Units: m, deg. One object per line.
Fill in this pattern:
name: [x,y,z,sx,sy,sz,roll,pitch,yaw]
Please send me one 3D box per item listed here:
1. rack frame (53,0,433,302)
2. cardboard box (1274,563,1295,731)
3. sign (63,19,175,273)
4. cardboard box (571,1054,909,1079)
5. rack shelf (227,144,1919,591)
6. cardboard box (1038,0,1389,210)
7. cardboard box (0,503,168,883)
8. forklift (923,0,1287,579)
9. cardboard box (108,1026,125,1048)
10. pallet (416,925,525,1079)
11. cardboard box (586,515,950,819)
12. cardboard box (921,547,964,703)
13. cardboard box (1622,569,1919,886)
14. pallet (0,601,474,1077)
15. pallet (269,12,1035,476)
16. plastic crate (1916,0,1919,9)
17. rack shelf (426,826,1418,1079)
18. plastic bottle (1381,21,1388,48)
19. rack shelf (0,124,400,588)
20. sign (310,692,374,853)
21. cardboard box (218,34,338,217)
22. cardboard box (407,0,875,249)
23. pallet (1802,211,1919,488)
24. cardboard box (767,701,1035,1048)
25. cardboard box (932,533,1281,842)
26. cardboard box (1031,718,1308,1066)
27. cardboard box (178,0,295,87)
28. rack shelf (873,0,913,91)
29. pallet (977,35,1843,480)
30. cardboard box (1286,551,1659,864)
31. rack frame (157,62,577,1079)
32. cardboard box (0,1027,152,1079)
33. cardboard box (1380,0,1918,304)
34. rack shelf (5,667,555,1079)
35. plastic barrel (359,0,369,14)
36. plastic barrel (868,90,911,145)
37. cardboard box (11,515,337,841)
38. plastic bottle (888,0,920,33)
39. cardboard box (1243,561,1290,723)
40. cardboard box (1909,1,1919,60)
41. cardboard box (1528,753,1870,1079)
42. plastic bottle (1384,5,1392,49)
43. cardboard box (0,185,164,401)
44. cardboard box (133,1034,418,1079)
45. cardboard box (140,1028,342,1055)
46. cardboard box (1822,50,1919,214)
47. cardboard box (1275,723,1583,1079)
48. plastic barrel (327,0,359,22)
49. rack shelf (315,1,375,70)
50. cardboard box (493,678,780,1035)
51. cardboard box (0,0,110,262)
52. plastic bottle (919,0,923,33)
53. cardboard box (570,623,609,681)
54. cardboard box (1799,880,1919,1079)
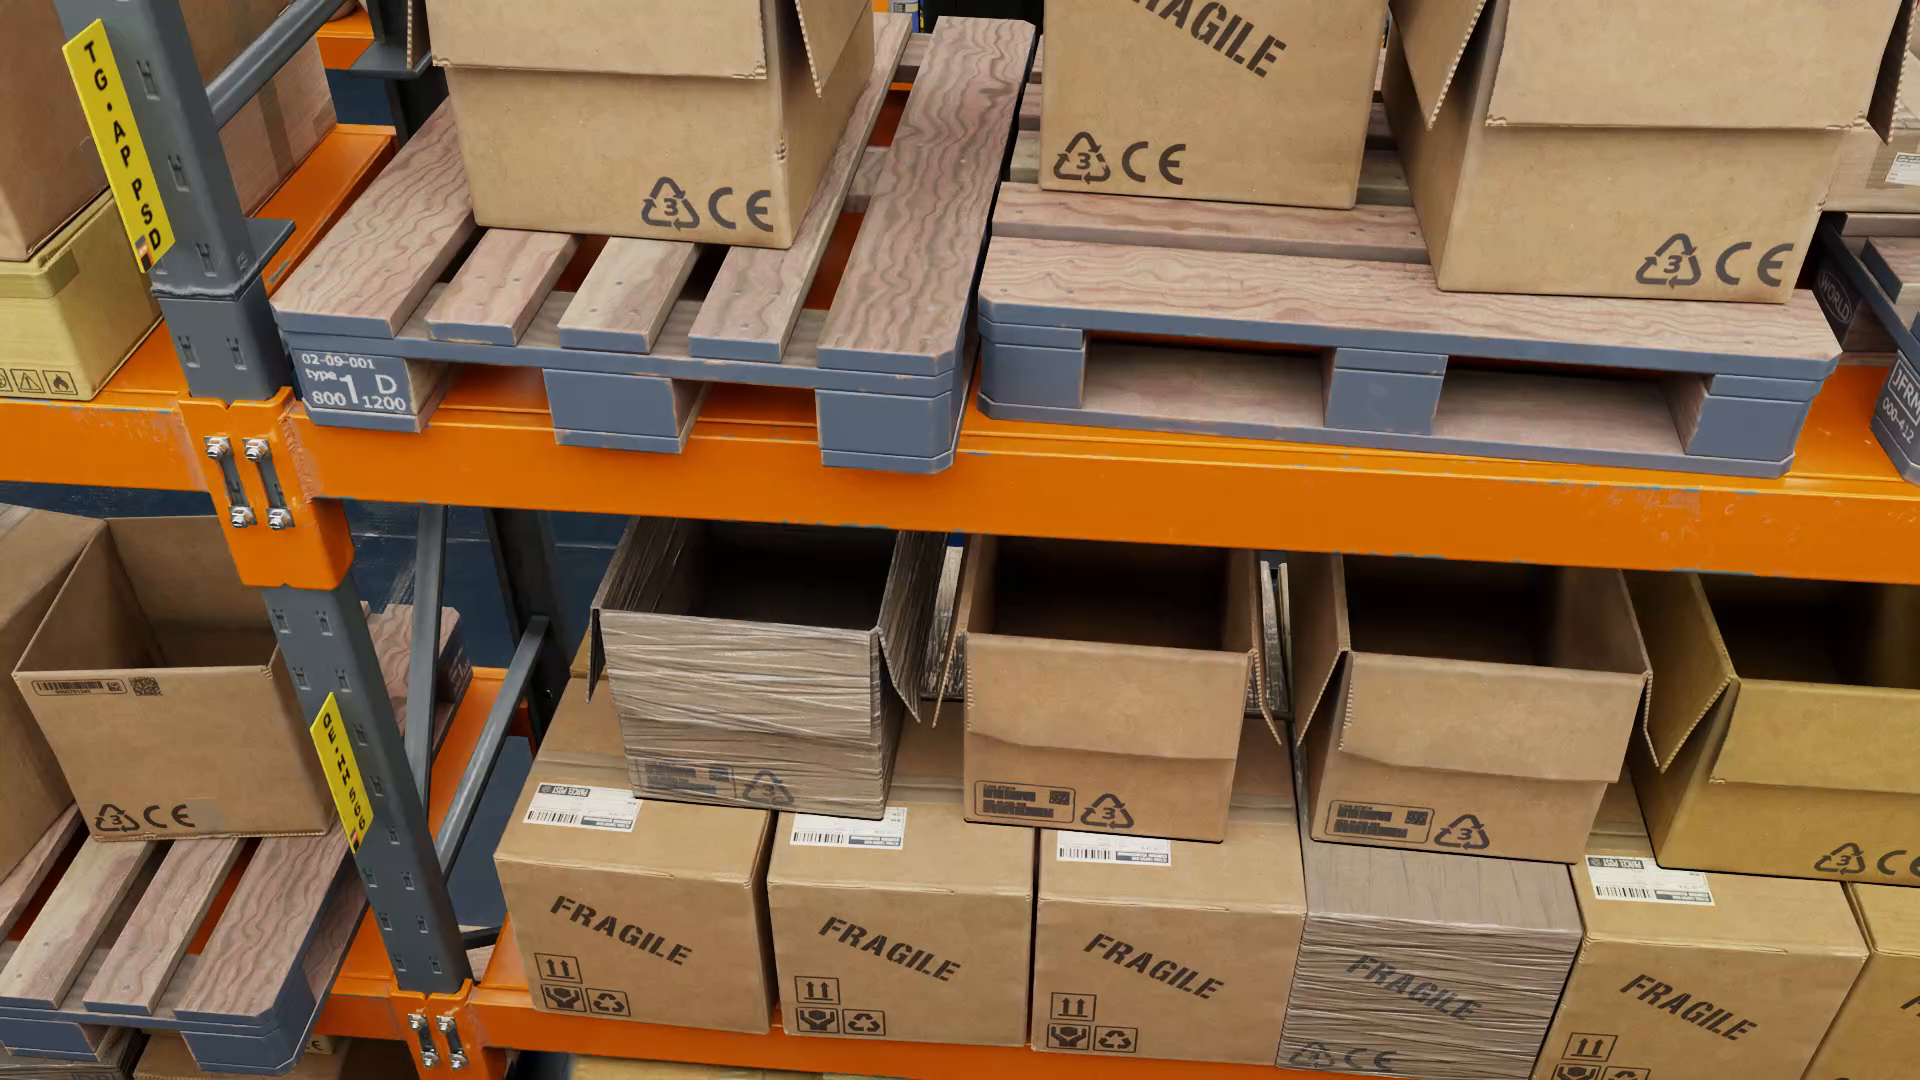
rack frame: [-1.074,-1.828,1.868,0.127,3.000,1.000,3,39,4]
cardboard box: [0.959,0.416,3.784,0.500,0.500,0.500,4,39,5]
sign: [-1.123,-0.524,2.232,0.005,0.325,0.100,3,39,4]
cardboard box: [-0.389,1.210,4.238,0.875,0.875,1.225,1,39,2]
rack shelf: [0.918,-0.277,2.908,4.000,0.370,1.077,3,39,4]
cardboard box: [0.407,-0.887,2.676,0.500,0.500,0.500,5,39,6]
cardboard box: [-2.181,0.325,3.563,0.500,0.500,0.700,9,40,10]
forklift: [0.628,-1.104,5.784,3.031,2.935,1.130,3,39,4]
cardboard box: [-2.274,0.966,4.224,0.500,0.250,0.500,7,40,9]
pallet: [-1.853,1.536,4.695,1.213,0.211,1.003,3,39,4]
cardboard box: [-0.347,0.120,3.352,0.637,0.503,0.797,4,39,5]
cardboard box: [-0.065,0.361,3.851,0.500,0.500,0.500,3,39,3]
cardboard box: [1.591,0.214,3.237,0.637,0.503,0.797,4,39,4]
pallet: [-1.794,0.601,3.788,1.003,0.211,1.213,3,39,4]
pallet: [-0.428,-0.590,2.872,1.003,0.211,1.213,5,39,6]
plastic crate: [4.206,-2.241,7.028,0.583,0.464,0.402,3,39,4]
rack shelf: [0.918,0.886,3.855,4.000,0.370,1.077,3,39,4]
plastic bottle: [1.799,-2.184,7.214,0.097,0.201,0.097,0,39,0]
rack shelf: [-3.067,-0.495,3.176,4.000,0.370,1.077,3,39,4]
sign: [-1.112,0.422,3.001,0.005,0.325,0.100,3,39,4]
cardboard box: [-1.521,-0.793,3.090,0.500,0.250,0.500,4,39,5]
cardboard box: [-0.460,-0.880,2.664,0.637,0.503,0.797,5,39,6]
pallet: [1.993,-0.392,2.631,1.217,0.209,0.805,2,39,2]
cardboard box: [-0.100,0.684,3.455,0.500,0.500,0.500,2,39,3]
cardboard box: [0.302,0.158,3.306,0.637,0.503,0.797,4,39,5]
cardboard box: [0.411,0.709,3.423,0.500,0.500,0.500,2,39,3]
cardboard box: [-1.520,-1.085,2.856,0.500,0.500,0.500,3,39,4]
rack shelf: [1.345,-2.229,7.682,4.000,0.370,1.077,3,39,4]
pallet: [0.686,-0.531,2.800,1.213,0.211,1.003,5,39,6]
cardboard box: [0.970,0.190,3.266,0.637,0.503,0.797,4,39,5]
rack frame: [-1.074,0.498,3.762,0.127,3.000,1.000,3,39,4]
cardboard box: [-2.297,1.251,4.469,0.500,0.500,0.700,0,39,0]
cardboard box: [0.963,-0.770,2.529,0.637,0.503,0.797,3,39,3]
rack shelf: [-3.067,0.668,4.123,4.000,0.370,1.077,3,39,4]
plastic barrel: [-2.536,-2.634,7.502,0.433,0.535,0.433,0,39,0]
plastic barrel: [-0.158,-1.922,8.122,0.708,0.830,0.600,3,39,4]
cardboard box: [-1.616,0.292,3.603,0.500,0.500,0.500,-1,39,-2]
plastic bottle: [-0.244,-2.342,7.349,0.135,0.276,0.152,3,39,4]
cardboard box: [0.452,0.388,3.818,0.500,0.500,0.500,2,39,2]
cardboard box: [1.825,-0.692,2.586,0.500,0.311,0.500,2,39,2]
cardboard box: [1.408,0.768,3.351,0.500,0.500,0.500,3,39,3]
plastic bottle: [1.917,-2.224,7.204,0.135,0.276,0.152,3,39,4]
cardboard box: [-1.569,-0.479,2.704,0.500,0.250,0.500,3,39,4]
cardboard box: [-1.744,1.273,4.441,0.500,0.500,0.700,1,39,1]
cardboard box: [-1.745,0.989,4.197,0.500,0.250,0.500,5,39,6]
cardboard box: [1.440,-0.688,2.709,0.250,0.149,0.380,2,39,2]
cardboard box: [0.909,0.738,3.388,0.500,0.500,0.500,3,39,4]
plastic barrel: [-2.967,-2.657,7.531,0.433,0.535,0.433,0,39,0]
rack shelf: [-2.640,-2.447,7.950,4.000,0.370,1.077,3,39,4]
cardboard box: [-0.614,0.657,3.487,0.500,0.500,0.500,4,39,5]
cardboard box: [-1.571,-0.766,2.464,0.500,0.500,0.500,4,39,5]
plastic bottle: [-0.131,-2.316,7.322,0.097,0.271,0.097,0,39,0]
cardboard box: [-0.561,0.331,3.889,0.500,0.500,0.500,4,39,5]
cardboard box: [1.929,0.792,3.321,0.500,0.500,0.500,4,39,5]
